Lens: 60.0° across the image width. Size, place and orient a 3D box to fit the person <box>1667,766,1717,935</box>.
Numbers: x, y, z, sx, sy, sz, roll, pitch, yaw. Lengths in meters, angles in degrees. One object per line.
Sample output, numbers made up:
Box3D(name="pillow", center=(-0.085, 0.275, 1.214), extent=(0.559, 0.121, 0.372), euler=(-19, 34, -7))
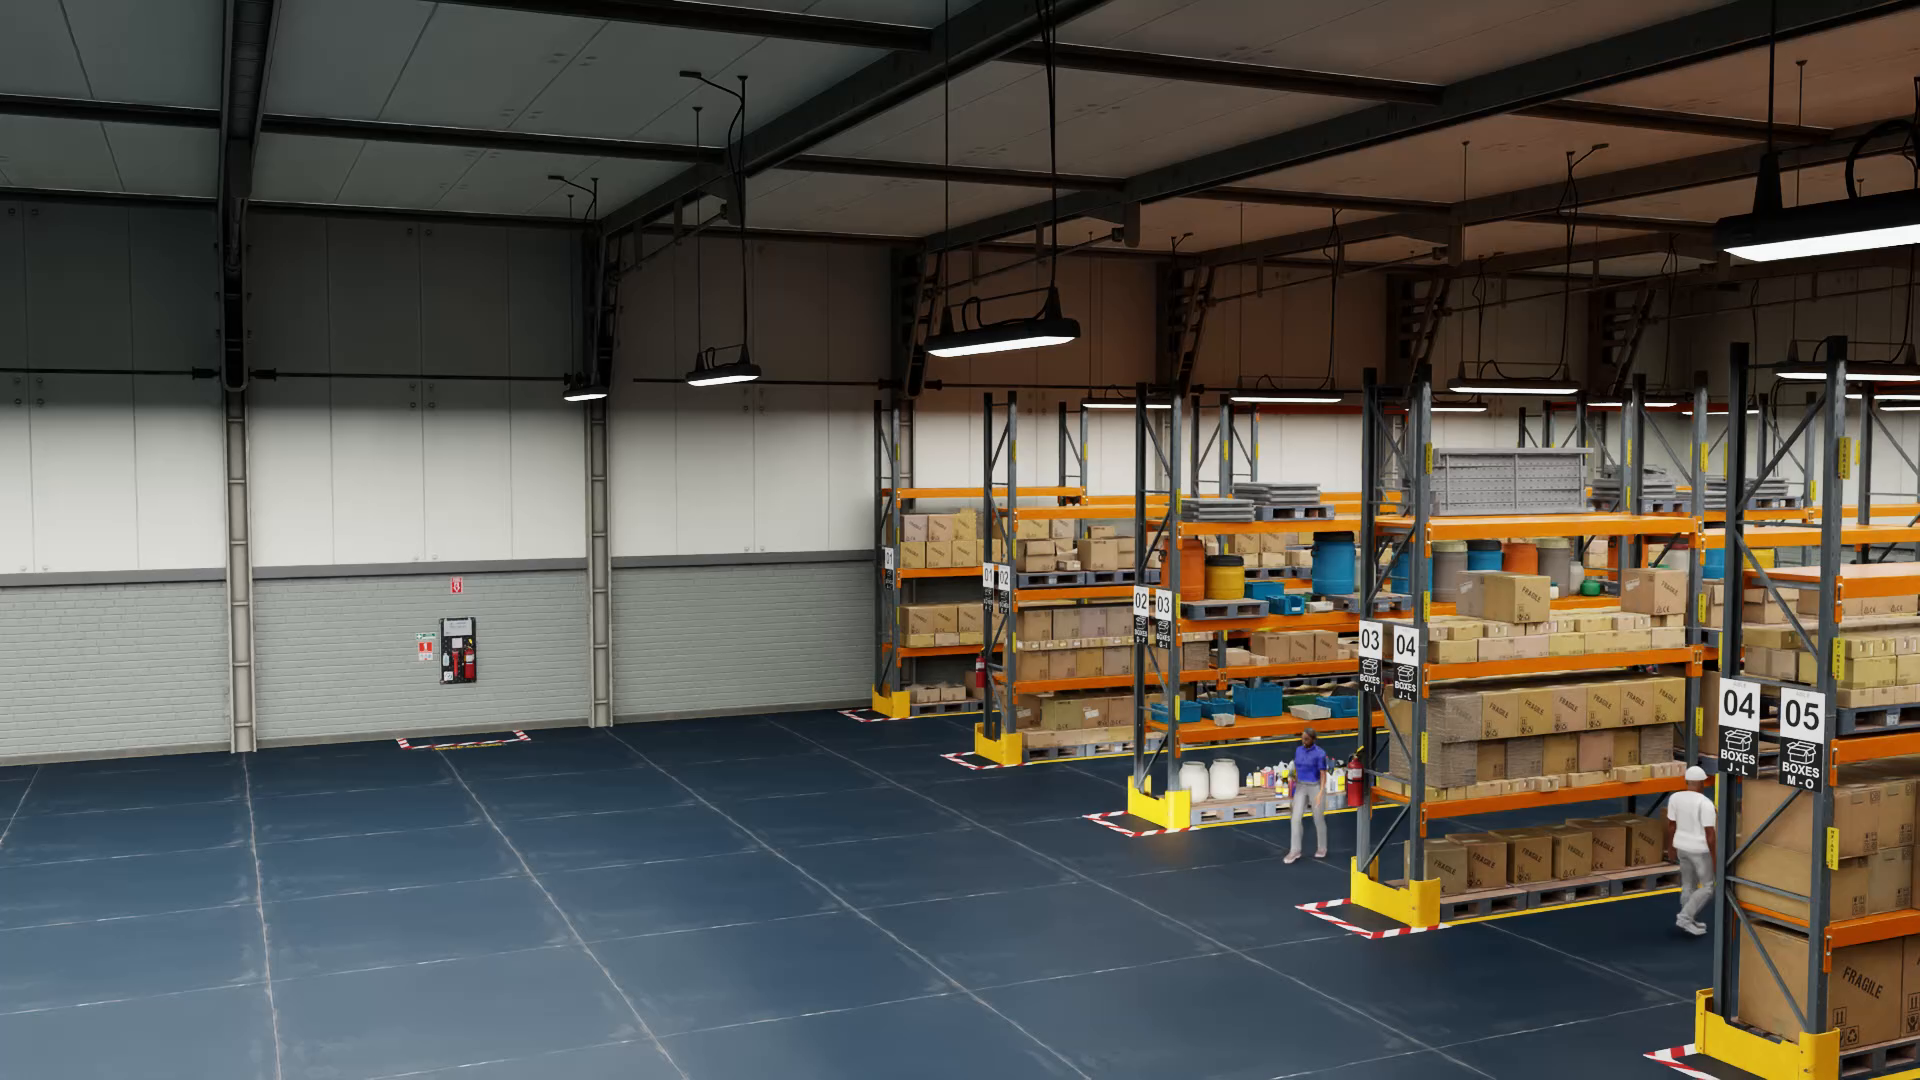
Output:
Box3D(name="person", center=(7.709, 3.271, 17.520), extent=(0.548, 1.761, 0.594), euler=(-1, 4, -24))

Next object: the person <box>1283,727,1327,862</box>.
Box3D(name="person", center=(4.328, 3.135, 20.622), extent=(0.498, 1.651, 0.716), euler=(3, 4, 41))

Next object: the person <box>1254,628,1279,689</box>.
Box3D(name="person", center=(5.690, 2.455, 31.525), extent=(1.077, 1.705, 0.635), euler=(-1, 4, -21))
